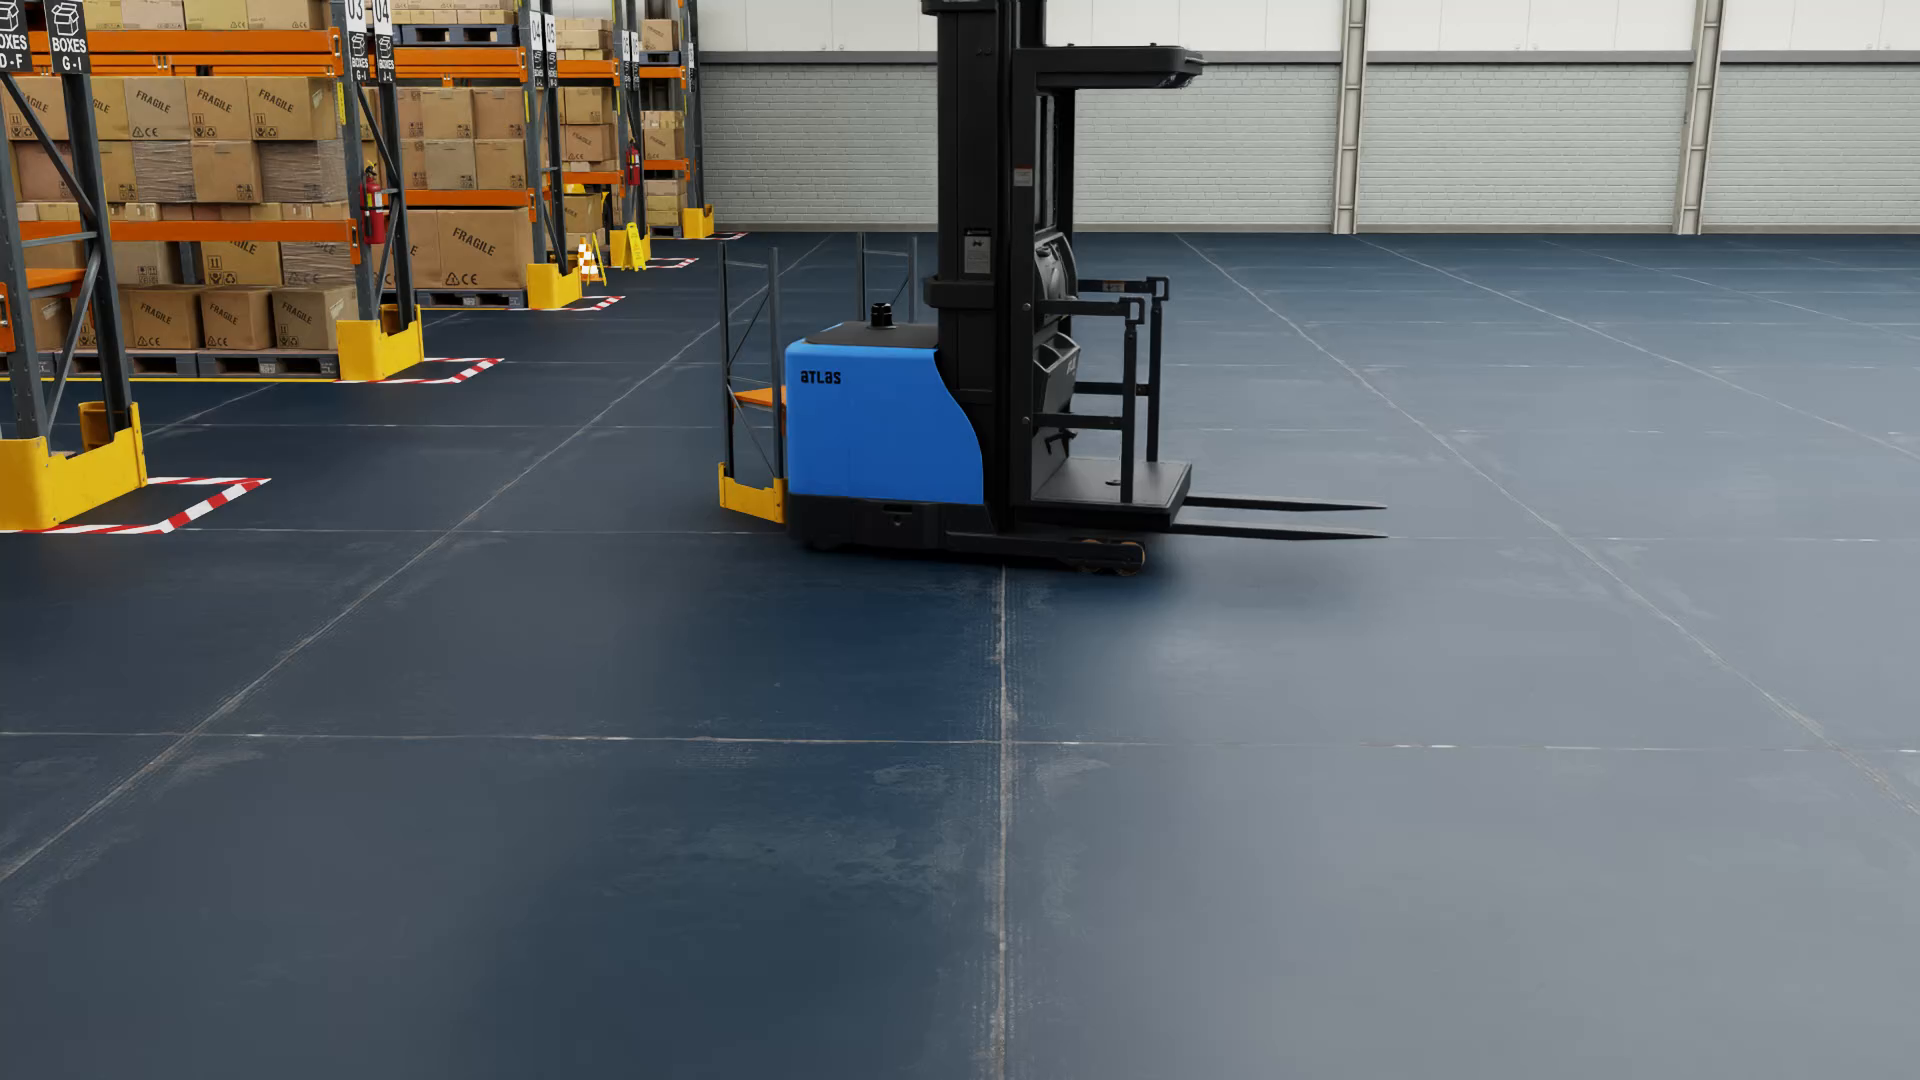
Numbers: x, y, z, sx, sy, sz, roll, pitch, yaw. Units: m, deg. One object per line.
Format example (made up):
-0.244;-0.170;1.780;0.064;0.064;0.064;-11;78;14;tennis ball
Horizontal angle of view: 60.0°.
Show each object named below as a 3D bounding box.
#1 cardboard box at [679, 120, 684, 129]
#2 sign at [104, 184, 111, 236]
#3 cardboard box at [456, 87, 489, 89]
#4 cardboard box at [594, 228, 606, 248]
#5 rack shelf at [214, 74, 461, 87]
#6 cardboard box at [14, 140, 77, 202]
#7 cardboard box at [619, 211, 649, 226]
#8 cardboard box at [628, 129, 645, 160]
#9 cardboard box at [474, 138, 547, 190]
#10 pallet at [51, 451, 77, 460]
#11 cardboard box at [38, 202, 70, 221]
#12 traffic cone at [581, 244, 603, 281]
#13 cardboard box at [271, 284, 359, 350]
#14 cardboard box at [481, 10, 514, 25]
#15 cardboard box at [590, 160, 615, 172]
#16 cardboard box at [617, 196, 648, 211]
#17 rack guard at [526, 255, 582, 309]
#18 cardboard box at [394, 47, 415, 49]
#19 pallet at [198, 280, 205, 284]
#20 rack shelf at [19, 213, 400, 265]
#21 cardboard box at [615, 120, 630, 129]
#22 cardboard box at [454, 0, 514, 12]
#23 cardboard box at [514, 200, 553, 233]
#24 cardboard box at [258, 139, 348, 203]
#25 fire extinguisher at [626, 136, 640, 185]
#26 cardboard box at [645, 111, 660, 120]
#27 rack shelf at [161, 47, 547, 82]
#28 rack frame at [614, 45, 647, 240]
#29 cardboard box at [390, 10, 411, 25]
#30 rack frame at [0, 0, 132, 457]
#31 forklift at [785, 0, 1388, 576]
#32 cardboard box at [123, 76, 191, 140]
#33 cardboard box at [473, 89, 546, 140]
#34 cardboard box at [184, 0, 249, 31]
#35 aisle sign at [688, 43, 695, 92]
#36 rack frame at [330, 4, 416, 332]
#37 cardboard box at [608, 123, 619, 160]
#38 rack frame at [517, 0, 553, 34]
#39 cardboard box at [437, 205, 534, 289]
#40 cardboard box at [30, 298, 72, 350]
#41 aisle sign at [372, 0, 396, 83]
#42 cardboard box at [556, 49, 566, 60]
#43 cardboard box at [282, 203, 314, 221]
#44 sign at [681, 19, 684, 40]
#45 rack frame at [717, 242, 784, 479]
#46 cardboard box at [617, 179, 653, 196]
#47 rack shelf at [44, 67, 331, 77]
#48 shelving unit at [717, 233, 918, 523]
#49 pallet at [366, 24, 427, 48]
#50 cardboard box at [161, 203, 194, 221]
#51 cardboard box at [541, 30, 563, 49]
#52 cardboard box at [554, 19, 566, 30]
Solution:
-4.880;-7.150;28.594;0.250;0.149;0.380;0;15;0;cardboard box
-5.032;-1.938;9.762;0.005;0.325;0.100;0;15;1;sign
-6.700;-6.098;23.335;0.500;0.500;0.700;0;15;1;cardboard box
-5.470;-4.403;24.216;0.500;0.250;0.500;0;15;1;cardboard box
-10.546;-7.861;28.287;4.000;0.370;1.077;0;15;1;rack shelf
-7.473;-3.136;14.069;0.500;0.500;0.875;0;15;1;cardboard box
-5.522;-5.521;28.455;0.500;0.250;0.500;0;15;1;cardboard box
-5.565;-6.710;28.197;0.500;0.500;0.500;1;15;3;cardboard box
-5.068;-4.254;18.791;0.550;0.550;0.875;0;15;1;cardboard box
-5.939;-0.310;9.603;1.213;0.211;1.003;0;15;1;pallet
-7.465;-2.751;13.881;0.250;0.149;0.380;0;15;1;cardboard box
-4.822;-3.616;21.638;0.334;0.463;0.336;0;15;1;traffic cone
-5.547;-1.929;14.350;0.500;0.500;0.500;3;15;12;cardboard box
-5.037;-5.687;18.108;0.250;0.149;0.380;0;15;1;cardboard box
-5.050;-5.280;23.466;0.250;0.149;0.380;1;15;3;cardboard box
-5.543;-5.765;28.396;0.500;0.250;0.500;0;15;1;cardboard box
-4.672;-2.982;19.163;0.348;0.500;1.175;0;15;1;rack guard
-7.721;-6.928;23.050;0.500;0.250;0.500;0;15;1;cardboard box
-9.468;-2.854;19.245;1.213;0.211;1.003;0;15;1;pallet
-6.923;-2.592;14.194;4.000;0.370;1.077;0;15;1;rack shelf
-5.663;-7.028;28.132;0.250;0.149;0.380;0;15;1;cardboard box
-5.192;-5.896;18.119;0.500;0.250;0.500;1;15;2;cardboard box
-6.000;-4.631;23.611;0.500;0.500;0.500;1;15;4;cardboard box
-5.473;-3.129;14.042;0.500;0.500;0.875;0;15;1;cardboard box
-4.568;-5.298;23.194;0.183;0.674;0.296;0;15;1;fire extinguisher
-5.158;-7.168;28.078;0.250;0.149;0.380;0;15;2;cardboard box
-6.695;-5.306;18.603;4.000;0.370;1.077;0;15;1;rack shelf
-4.671;-5.454;23.632;0.127;3.000;1.000;0;15;1;rack frame
-6.055;-5.694;18.134;0.250;0.149;0.380;0;15;1;cardboard box
-5.050;-1.664;9.265;0.127;3.000;1.000;0;15;1;rack frame
0.673;-1.391;8.368;3.031;2.935;1.130;4;15;13;forklift
-6.480;-3.549;13.671;0.500;0.500;0.500;0;15;1;cardboard box
-5.066;-4.798;18.734;0.550;0.550;0.875;0;15;1;cardboard box
-5.911;-4.245;13.465;0.500;0.250;0.500;0;15;2;cardboard box
-4.489;-7.901;27.813;0.004;0.787;0.394;0;15;1;aisle sign
-4.924;-2.927;14.053;0.127;3.000;1.000;0;15;1;rack frame
-5.137;-5.720;23.861;0.500;0.500;0.500;0;15;1;cardboard box
-4.696;-7.092;18.079;0.127;3.000;1.000;0;15;1;rack frame
-5.376;-3.354;19.015;0.875;0.875;0.875;0;15;2;cardboard box
-7.951;-1.933;14.362;0.500;0.500;0.500;5;16;19;cardboard box
-4.854;-4.260;14.010;0.004;0.787;0.394;0;15;1;aisle sign
-5.549;-6.717;23.034;0.250;0.149;0.380;1;15;3;cardboard box
-5.464;-2.756;13.899;0.250;0.149;0.380;0;15;1;cardboard box
-4.575;-8.422;27.420;0.005;0.325;0.100;0;15;1;sign
-1.158;-0.876;9.219;0.032;1.500;0.500;-14;20;-43;rack frame
-5.526;-6.002;28.316;0.500;0.250;0.500;1;15;2;cardboard box
-10.669;-6.596;23.489;4.000;0.370;1.077;0;15;1;rack shelf
-0.801;-0.965;9.556;1.083;1.500;0.587;-14;20;-43;shelving unit
-6.661;-5.608;18.509;1.213;0.211;1.003;0;15;1;pallet
-6.464;-2.758;13.907;0.250;0.149;0.380;0;15;1;cardboard box
-5.692;-6.917;23.009;0.500;0.250;0.500;0;15;1;cardboard box
-5.529;-7.104;22.935;0.250;0.149;0.380;0;15;1;cardboard box
